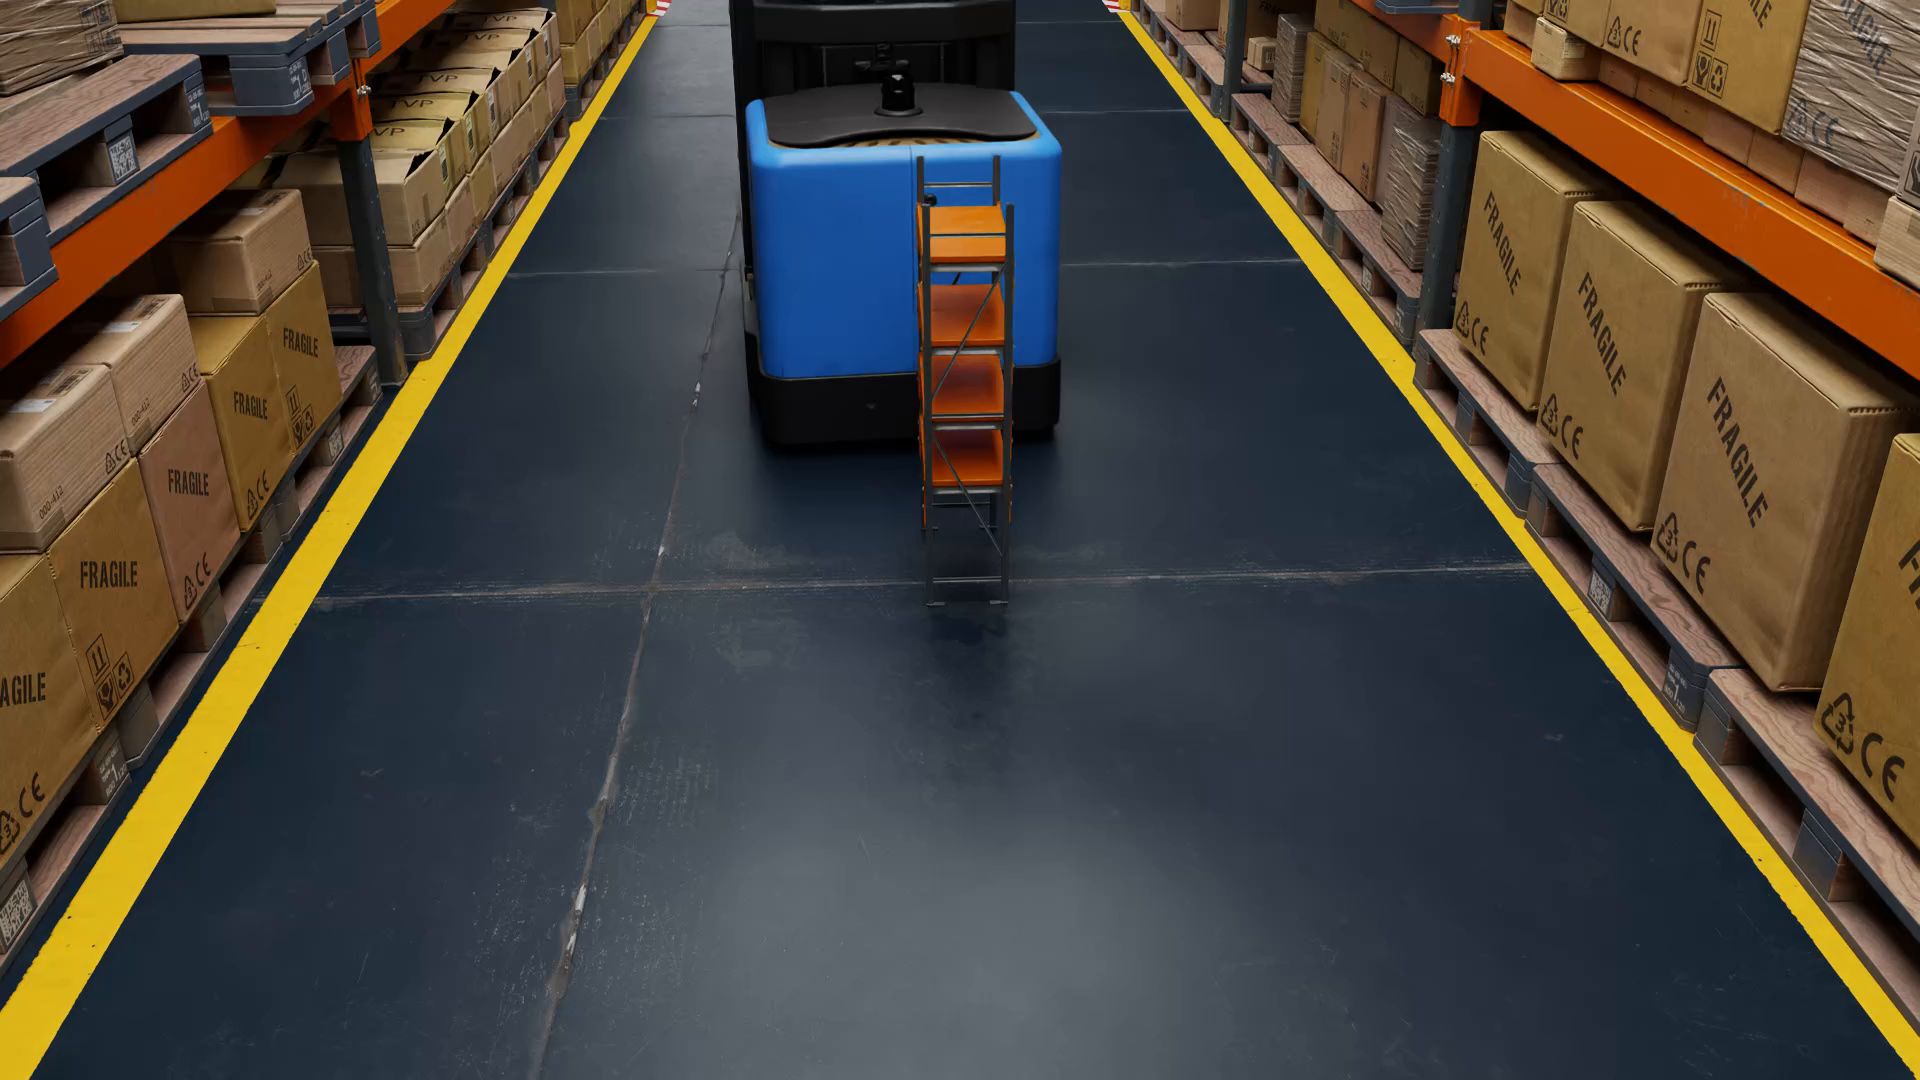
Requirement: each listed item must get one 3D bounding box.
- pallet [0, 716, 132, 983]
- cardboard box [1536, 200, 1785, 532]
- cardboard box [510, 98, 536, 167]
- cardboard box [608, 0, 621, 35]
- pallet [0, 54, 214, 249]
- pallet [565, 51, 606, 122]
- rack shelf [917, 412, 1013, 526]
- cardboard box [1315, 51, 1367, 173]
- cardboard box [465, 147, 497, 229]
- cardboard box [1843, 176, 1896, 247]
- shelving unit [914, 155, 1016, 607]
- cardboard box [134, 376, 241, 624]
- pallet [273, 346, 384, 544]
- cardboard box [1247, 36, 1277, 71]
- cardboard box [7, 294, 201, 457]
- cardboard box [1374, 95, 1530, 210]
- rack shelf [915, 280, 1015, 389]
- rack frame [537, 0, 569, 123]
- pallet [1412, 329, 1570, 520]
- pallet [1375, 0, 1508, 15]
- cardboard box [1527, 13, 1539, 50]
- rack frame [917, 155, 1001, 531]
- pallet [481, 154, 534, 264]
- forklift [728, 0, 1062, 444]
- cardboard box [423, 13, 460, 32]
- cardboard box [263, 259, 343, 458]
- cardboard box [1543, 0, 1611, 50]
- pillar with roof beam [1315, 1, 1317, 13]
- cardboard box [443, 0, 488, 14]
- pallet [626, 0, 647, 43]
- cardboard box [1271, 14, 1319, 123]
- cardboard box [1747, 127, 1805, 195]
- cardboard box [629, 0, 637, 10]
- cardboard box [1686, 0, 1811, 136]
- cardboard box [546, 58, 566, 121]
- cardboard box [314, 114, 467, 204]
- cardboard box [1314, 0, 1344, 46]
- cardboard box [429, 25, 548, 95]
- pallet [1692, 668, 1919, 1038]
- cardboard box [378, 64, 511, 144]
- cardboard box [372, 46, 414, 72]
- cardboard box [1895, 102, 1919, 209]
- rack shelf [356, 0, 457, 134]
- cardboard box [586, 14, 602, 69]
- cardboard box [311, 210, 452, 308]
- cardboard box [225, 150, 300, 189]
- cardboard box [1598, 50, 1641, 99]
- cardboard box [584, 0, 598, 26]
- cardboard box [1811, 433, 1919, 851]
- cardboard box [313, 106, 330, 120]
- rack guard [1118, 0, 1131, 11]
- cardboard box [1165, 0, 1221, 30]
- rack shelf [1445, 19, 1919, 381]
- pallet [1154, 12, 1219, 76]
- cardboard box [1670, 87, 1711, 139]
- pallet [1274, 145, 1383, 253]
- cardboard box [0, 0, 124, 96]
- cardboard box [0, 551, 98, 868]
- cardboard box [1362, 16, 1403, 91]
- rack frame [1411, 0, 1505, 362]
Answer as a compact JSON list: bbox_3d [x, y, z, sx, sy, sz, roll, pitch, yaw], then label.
[{"bbox_3d":[-2.510,0.784,3.519,1.003,0.211,1.213,-1,28,-3],"label":"pallet"},{"bbox_3d":[2.255,-0.532,4.897,0.750,0.750,0.750,-2,28,-3],"label":"cardboard box"},{"bbox_3d":[-2.485,-2.085,8.523,0.500,0.250,0.500,-1,28,-2],"label":"cardboard box"},{"bbox_3d":[-2.643,-3.654,11.531,0.500,0.250,0.500,-1,28,-3],"label":"cardboard box"},{"bbox_3d":[-2.533,-0.942,4.020,1.003,0.211,1.213,-1,28,-3],"label":"pallet"},{"bbox_3d":[-2.847,-2.904,10.590,1.003,0.211,1.213,-1,28,-3],"label":"pallet"},{"bbox_3d":[0.009,-0.220,4.949,0.258,0.148,0.480,-1,28,-3],"label":"rack shelf"},{"bbox_3d":[2.218,-2.167,8.388,0.700,0.500,0.500,-1,28,-2],"label":"cardboard box"},{"bbox_3d":[-2.433,-1.613,7.618,0.500,0.250,0.500,-2,28,-4],"label":"cardboard box"},{"bbox_3d":[2.192,-0.718,3.632,0.380,0.149,0.250,-1,28,-3],"label":"cardboard box"},{"bbox_3d":[0.009,-0.456,4.826,0.258,1.200,0.503,-1,28,-3],"label":"shelving unit"},{"bbox_3d":[-2.295,-0.104,4.433,0.500,0.500,0.500,-2,28,-5],"label":"cardboard box"},{"bbox_3d":[-2.637,-0.343,5.679,1.003,0.211,1.213,-1,28,-3],"label":"pallet"},{"bbox_3d":[2.041,-3.079,10.497,0.380,0.166,0.250,-5,28,-9],"label":"cardboard box"},{"bbox_3d":[-2.291,-0.420,4.227,0.500,0.250,0.500,-2,28,-4],"label":"cardboard box"},{"bbox_3d":[2.308,-1.705,7.503,0.700,0.500,0.500,-1,28,-3],"label":"cardboard box"},{"bbox_3d":[0.009,-0.594,4.754,0.258,0.148,0.480,-1,28,-3],"label":"rack shelf"},{"bbox_3d":[-2.848,-3.772,9.239,1.000,3.000,0.127,-1,28,-3],"label":"rack frame"},{"bbox_3d":[2.274,-0.444,5.873,1.003,0.211,1.213,-1,28,-3],"label":"pallet"},{"bbox_3d":[2.164,-2.288,6.600,1.213,0.211,1.003,-1,28,-3],"label":"pallet"},{"bbox_3d":[2.098,-1.670,5.457,0.380,0.149,0.250,-1,28,-2],"label":"cardboard box"},{"bbox_3d":[-0.004,-0.568,5.042,0.240,1.200,0.015,-1,28,-3],"label":"rack frame"},{"bbox_3d":[-2.703,-1.632,8.150,1.003,0.211,1.213,-1,28,-3],"label":"pallet"},{"bbox_3d":[-0.366,-2.286,6.463,1.130,2.935,3.031,-4,28,-7],"label":"forklift"},{"bbox_3d":[-3.075,-2.791,9.270,0.500,0.311,0.500,-1,28,-2],"label":"cardboard box"},{"bbox_3d":[-2.355,-0.585,5.356,0.500,0.500,0.500,0,28,-1],"label":"cardboard box"},{"bbox_3d":[2.096,-1.759,4.927,0.500,0.500,0.500,0,28,-1],"label":"cardboard box"},{"bbox_3d":[-1.508,-7.994,10.847,9.100,9.000,0.400,-1,28,-3],"label":"pillar with roof beam"},{"bbox_3d":[-3.104,-3.512,10.448,0.500,0.500,0.500,-1,28,-3],"label":"cardboard box"},{"bbox_3d":[-2.975,-4.031,12.750,1.003,0.211,1.213,-1,28,-3],"label":"pallet"},{"bbox_3d":[2.154,-2.641,9.297,0.700,0.500,0.500,0,28,-1],"label":"cardboard box"},{"bbox_3d":[2.192,-0.956,4.090,0.380,0.149,0.250,-1,28,-1],"label":"cardboard box"},{"bbox_3d":[-2.695,-4.115,12.416,0.500,0.250,0.500,-1,28,-3],"label":"cardboard box"},{"bbox_3d":[2.156,-1.289,4.027,0.500,0.500,0.500,-1,28,-1],"label":"cardboard box"},{"bbox_3d":[-2.536,-2.555,9.424,0.500,0.250,0.500,-2,28,-3],"label":"cardboard box"},{"bbox_3d":[-2.409,-1.632,7.048,0.500,0.311,0.500,-2,28,-4],"label":"cardboard box"},{"bbox_3d":[2.181,-2.770,8.734,0.500,0.250,0.500,-2,28,-4],"label":"cardboard box"},{"bbox_3d":[-2.507,-2.568,8.842,0.500,0.311,0.500,-1,28,-1],"label":"cardboard box"},{"bbox_3d":[2.401,0.683,3.712,1.003,0.211,1.213,-1,28,-3],"label":"pallet"},{"bbox_3d":[-2.460,-2.105,7.955,0.500,0.311,0.500,-2,28,-3],"label":"cardboard box"},{"bbox_3d":[-3.026,-2.321,8.369,0.500,0.311,0.500,-2,28,-4],"label":"cardboard box"},{"bbox_3d":[2.205,-0.827,3.140,0.500,0.500,0.500,-1,28,-2],"label":"cardboard box"},{"bbox_3d":[-2.743,-2.530,7.634,1.077,0.370,4.000,-1,28,-3],"label":"rack shelf"},{"bbox_3d":[-2.590,-3.192,10.645,0.500,0.250,0.500,-1,28,-3],"label":"cardboard box"},{"bbox_3d":[-2.373,-1.141,6.713,0.500,0.250,0.500,-1,28,-3],"label":"cardboard box"},{"bbox_3d":[-2.912,-1.377,6.558,0.500,0.311,0.500,-1,28,-1],"label":"cardboard box"},{"bbox_3d":[2.164,-1.432,5.001,0.380,0.149,0.250,-2,28,-3],"label":"cardboard box"},{"bbox_3d":[-2.593,-3.524,10.472,0.500,0.500,0.500,-1,28,-3],"label":"cardboard box"},{"bbox_3d":[2.353,0.271,3.357,0.750,0.750,0.750,-1,28,-2],"label":"cardboard box"},{"bbox_3d":[-2.969,-1.850,7.465,0.500,0.311,0.500,-2,28,-3],"label":"cardboard box"},{"bbox_3d":[1.894,-4.597,13.524,1.175,0.500,0.348,-1,28,-3],"label":"rack guard"},{"bbox_3d":[1.855,-3.903,11.716,0.700,0.500,0.500,-3,28,-6],"label":"cardboard box"},{"bbox_3d":[2.412,-0.804,4.325,1.077,0.370,4.000,-1,28,-3],"label":"rack shelf"},{"bbox_3d":[1.962,-3.531,11.792,1.003,0.211,1.213,-1,28,-3],"label":"pallet"},{"bbox_3d":[2.189,-1.193,4.543,0.380,0.149,0.250,-1,28,-2],"label":"cardboard box"},{"bbox_3d":[2.208,-1.733,8.344,1.003,0.211,1.213,-1,28,-3],"label":"pallet"},{"bbox_3d":[-2.636,-1.440,4.206,0.700,0.500,0.500,4,28,7],"label":"cardboard box"},{"bbox_3d":[-2.251,0.360,3.543,0.500,0.500,0.500,-1,28,-2],"label":"cardboard box"},{"bbox_3d":[2.219,-2.299,7.830,0.500,0.250,0.500,-2,28,-3],"label":"cardboard box"},{"bbox_3d":[2.308,-2.046,5.930,1.000,3.000,0.127,-1,28,-3],"label":"rack frame"}]
